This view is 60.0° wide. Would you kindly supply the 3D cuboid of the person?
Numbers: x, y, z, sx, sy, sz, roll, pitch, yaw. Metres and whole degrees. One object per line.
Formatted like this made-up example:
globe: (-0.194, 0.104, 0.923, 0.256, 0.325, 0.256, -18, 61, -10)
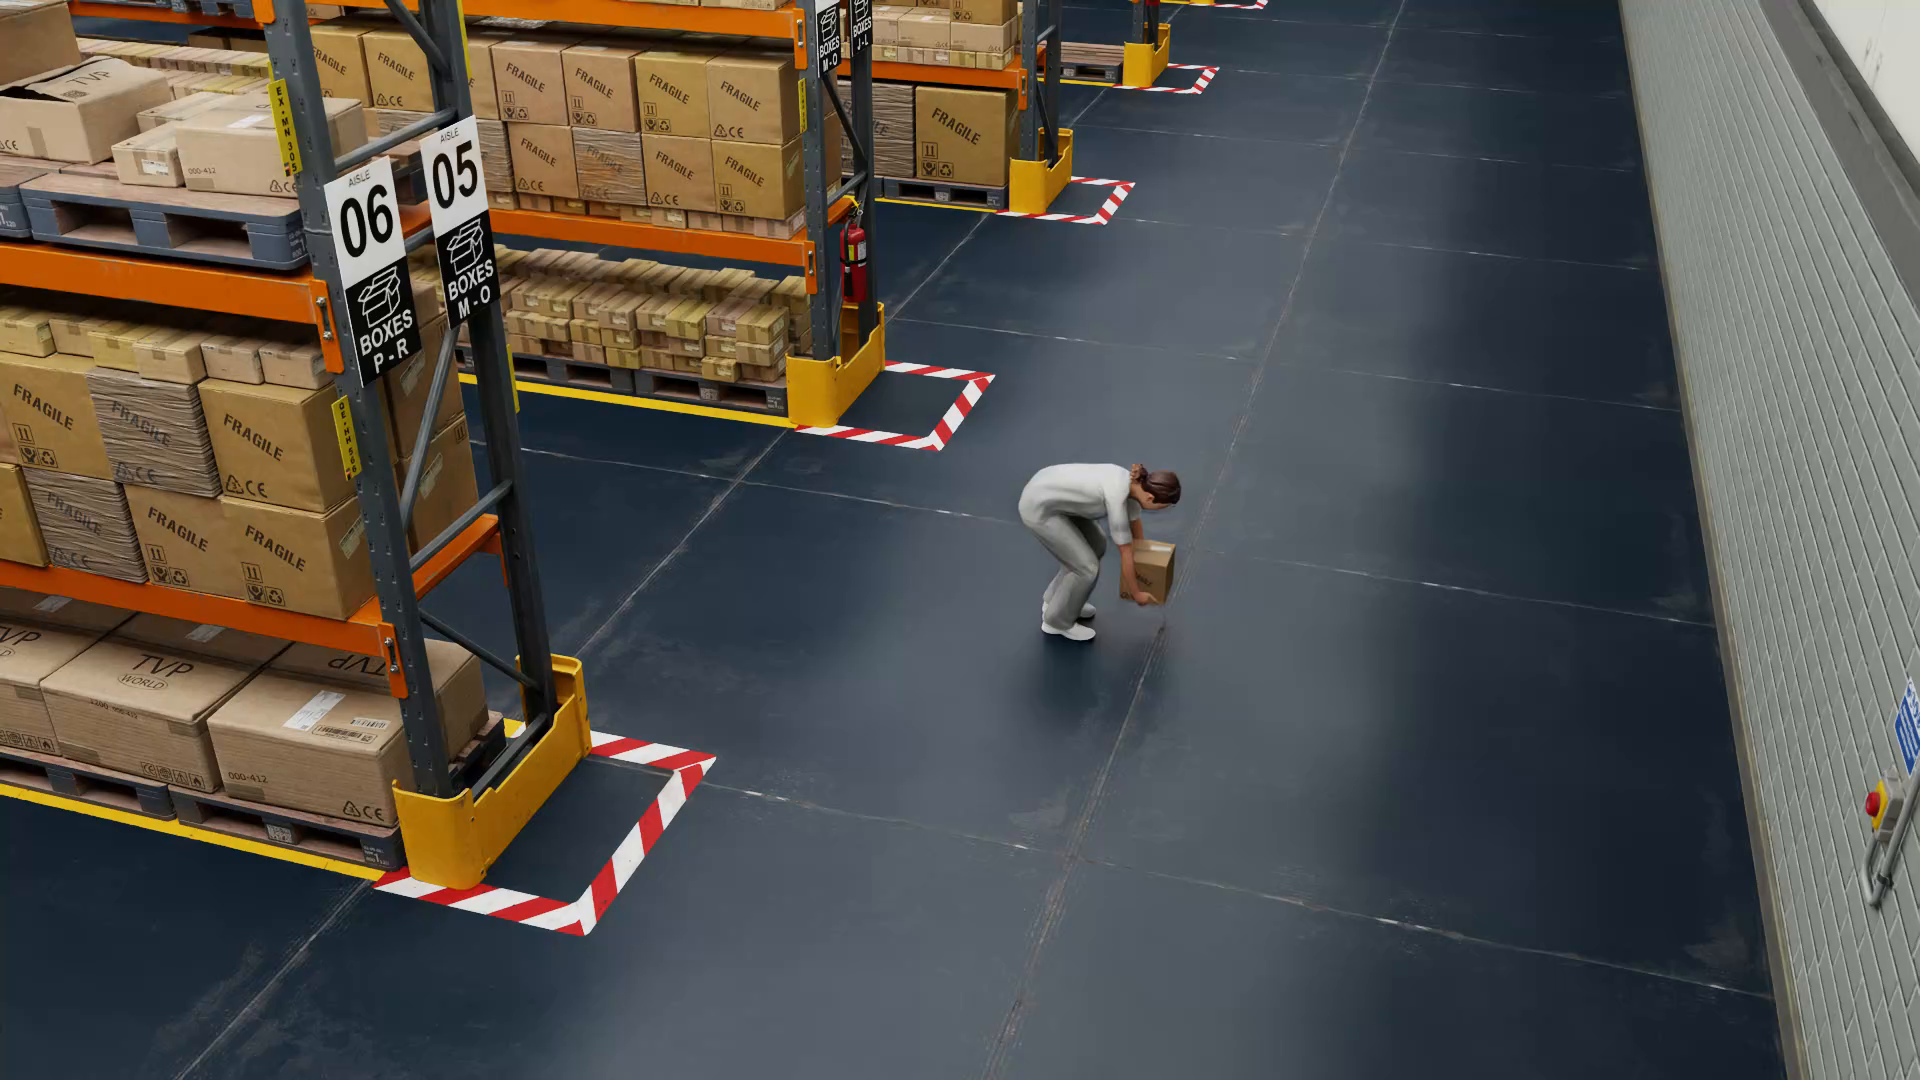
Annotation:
person: (0.752, 0.039, 9.081, 0.864, 1.040, 0.457, 7, 30, 12)
